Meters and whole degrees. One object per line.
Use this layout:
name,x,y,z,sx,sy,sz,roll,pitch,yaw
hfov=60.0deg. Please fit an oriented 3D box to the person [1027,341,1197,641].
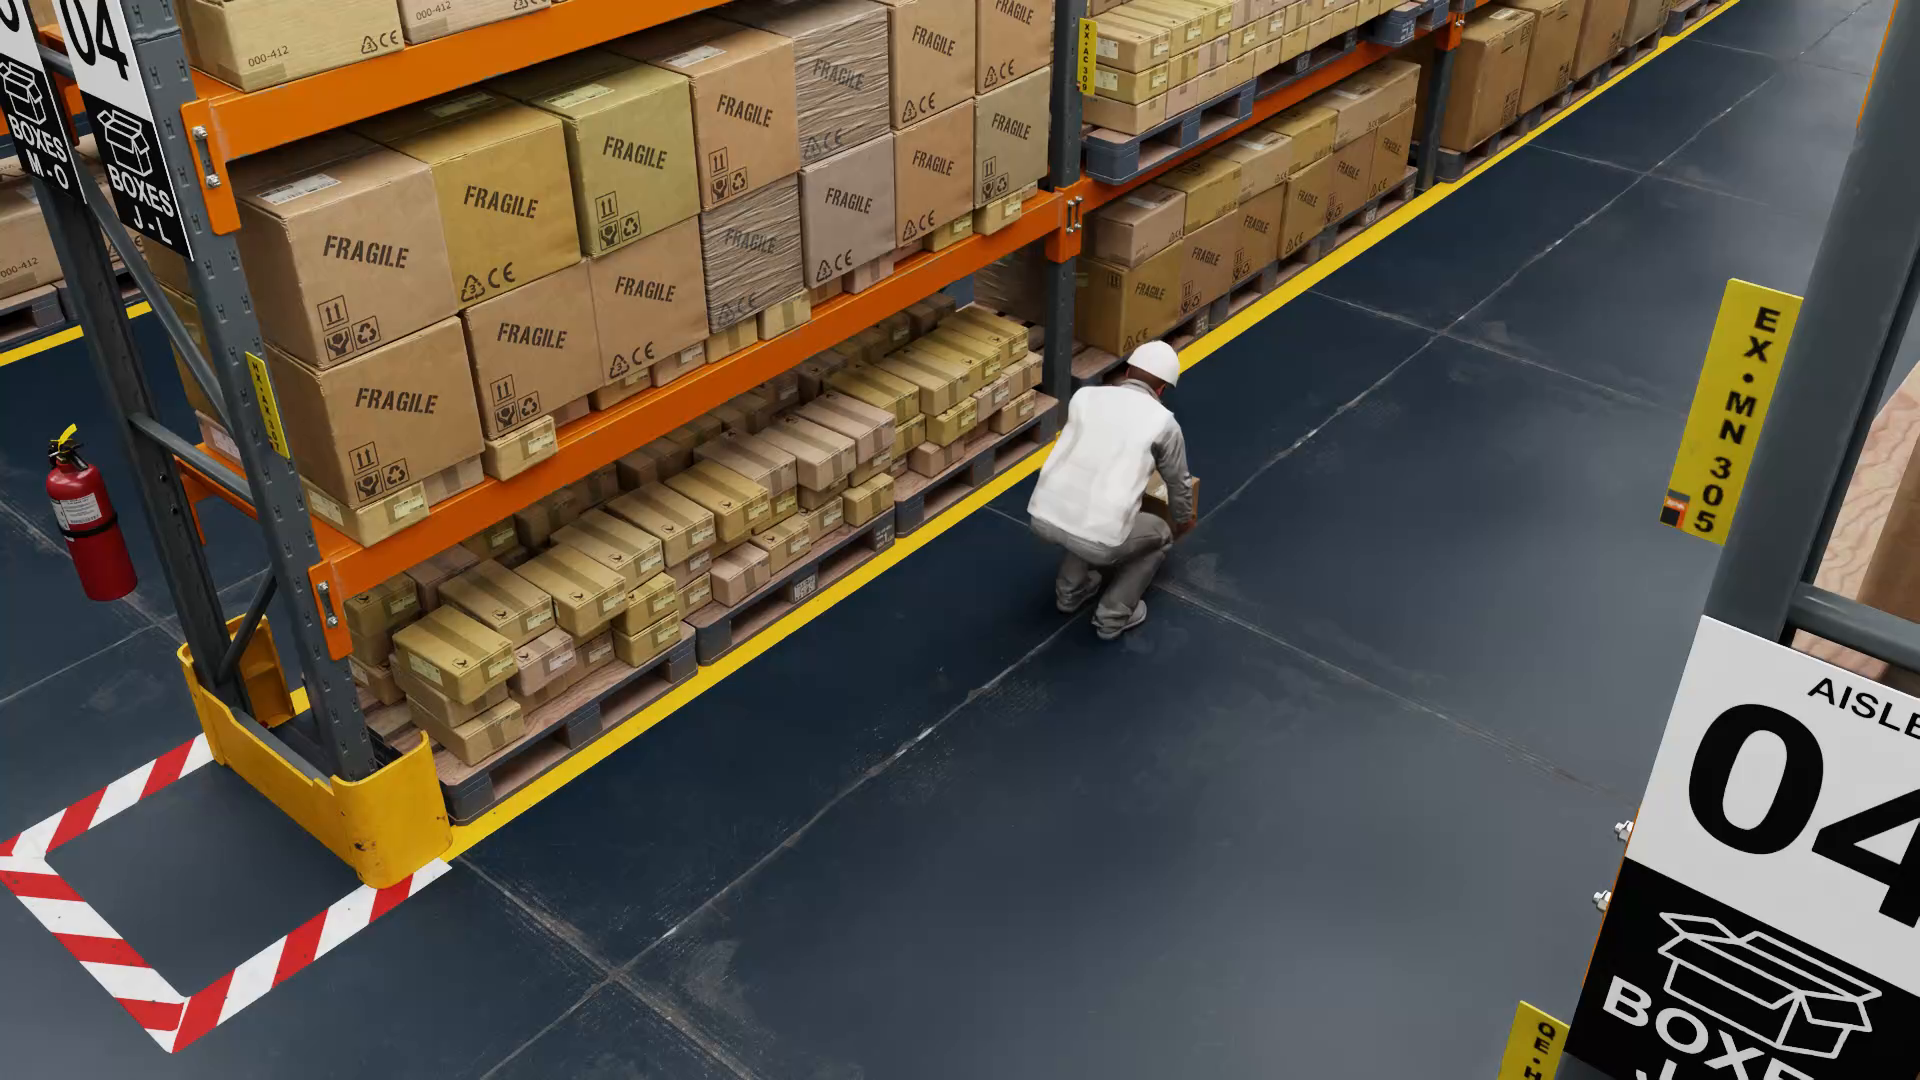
person,0.625,-0.204,6.989,0.557,1.122,0.864,25,42,32
